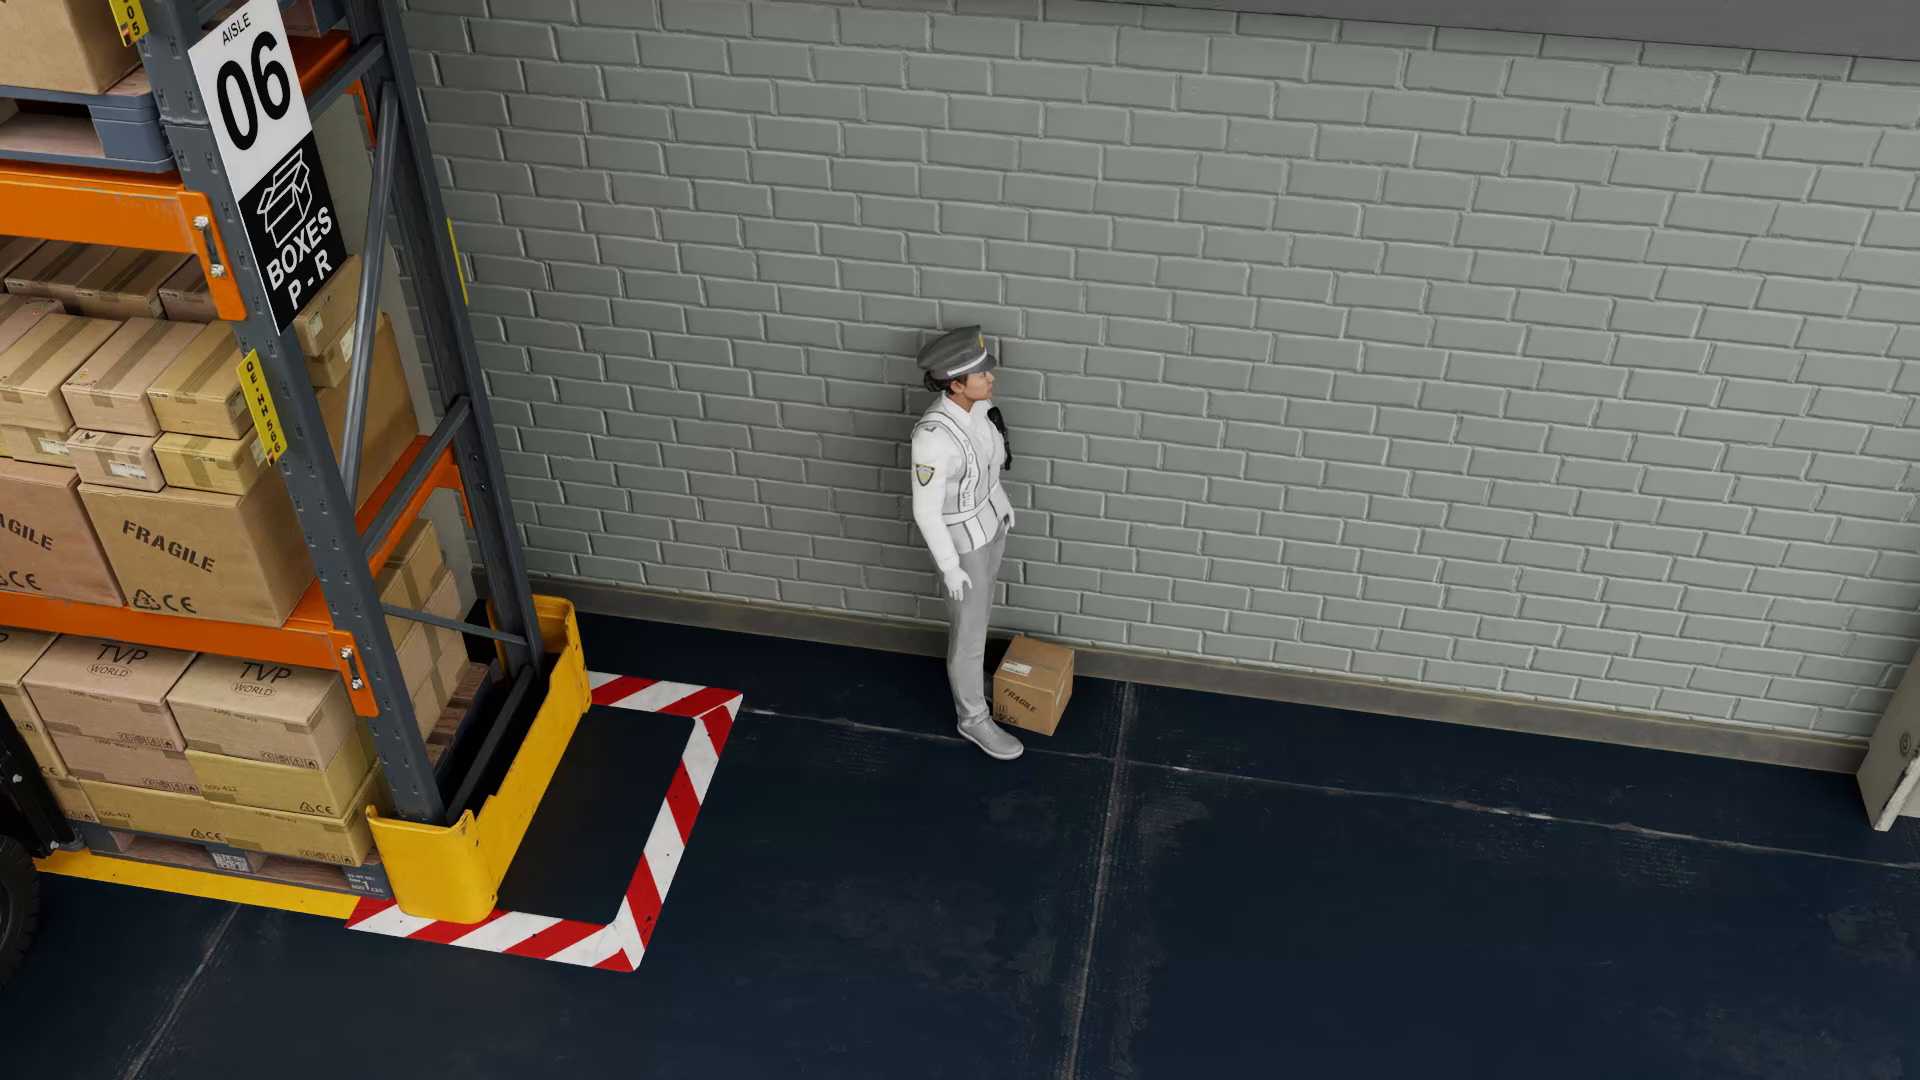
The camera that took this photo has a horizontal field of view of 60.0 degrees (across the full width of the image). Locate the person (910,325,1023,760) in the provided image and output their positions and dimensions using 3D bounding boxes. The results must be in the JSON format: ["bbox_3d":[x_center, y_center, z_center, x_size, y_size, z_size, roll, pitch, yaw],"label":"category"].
[{"bbox_3d":[0.090,-0.015,6.135,0.529,1.694,0.587,16,43,17],"label":"person"}]
